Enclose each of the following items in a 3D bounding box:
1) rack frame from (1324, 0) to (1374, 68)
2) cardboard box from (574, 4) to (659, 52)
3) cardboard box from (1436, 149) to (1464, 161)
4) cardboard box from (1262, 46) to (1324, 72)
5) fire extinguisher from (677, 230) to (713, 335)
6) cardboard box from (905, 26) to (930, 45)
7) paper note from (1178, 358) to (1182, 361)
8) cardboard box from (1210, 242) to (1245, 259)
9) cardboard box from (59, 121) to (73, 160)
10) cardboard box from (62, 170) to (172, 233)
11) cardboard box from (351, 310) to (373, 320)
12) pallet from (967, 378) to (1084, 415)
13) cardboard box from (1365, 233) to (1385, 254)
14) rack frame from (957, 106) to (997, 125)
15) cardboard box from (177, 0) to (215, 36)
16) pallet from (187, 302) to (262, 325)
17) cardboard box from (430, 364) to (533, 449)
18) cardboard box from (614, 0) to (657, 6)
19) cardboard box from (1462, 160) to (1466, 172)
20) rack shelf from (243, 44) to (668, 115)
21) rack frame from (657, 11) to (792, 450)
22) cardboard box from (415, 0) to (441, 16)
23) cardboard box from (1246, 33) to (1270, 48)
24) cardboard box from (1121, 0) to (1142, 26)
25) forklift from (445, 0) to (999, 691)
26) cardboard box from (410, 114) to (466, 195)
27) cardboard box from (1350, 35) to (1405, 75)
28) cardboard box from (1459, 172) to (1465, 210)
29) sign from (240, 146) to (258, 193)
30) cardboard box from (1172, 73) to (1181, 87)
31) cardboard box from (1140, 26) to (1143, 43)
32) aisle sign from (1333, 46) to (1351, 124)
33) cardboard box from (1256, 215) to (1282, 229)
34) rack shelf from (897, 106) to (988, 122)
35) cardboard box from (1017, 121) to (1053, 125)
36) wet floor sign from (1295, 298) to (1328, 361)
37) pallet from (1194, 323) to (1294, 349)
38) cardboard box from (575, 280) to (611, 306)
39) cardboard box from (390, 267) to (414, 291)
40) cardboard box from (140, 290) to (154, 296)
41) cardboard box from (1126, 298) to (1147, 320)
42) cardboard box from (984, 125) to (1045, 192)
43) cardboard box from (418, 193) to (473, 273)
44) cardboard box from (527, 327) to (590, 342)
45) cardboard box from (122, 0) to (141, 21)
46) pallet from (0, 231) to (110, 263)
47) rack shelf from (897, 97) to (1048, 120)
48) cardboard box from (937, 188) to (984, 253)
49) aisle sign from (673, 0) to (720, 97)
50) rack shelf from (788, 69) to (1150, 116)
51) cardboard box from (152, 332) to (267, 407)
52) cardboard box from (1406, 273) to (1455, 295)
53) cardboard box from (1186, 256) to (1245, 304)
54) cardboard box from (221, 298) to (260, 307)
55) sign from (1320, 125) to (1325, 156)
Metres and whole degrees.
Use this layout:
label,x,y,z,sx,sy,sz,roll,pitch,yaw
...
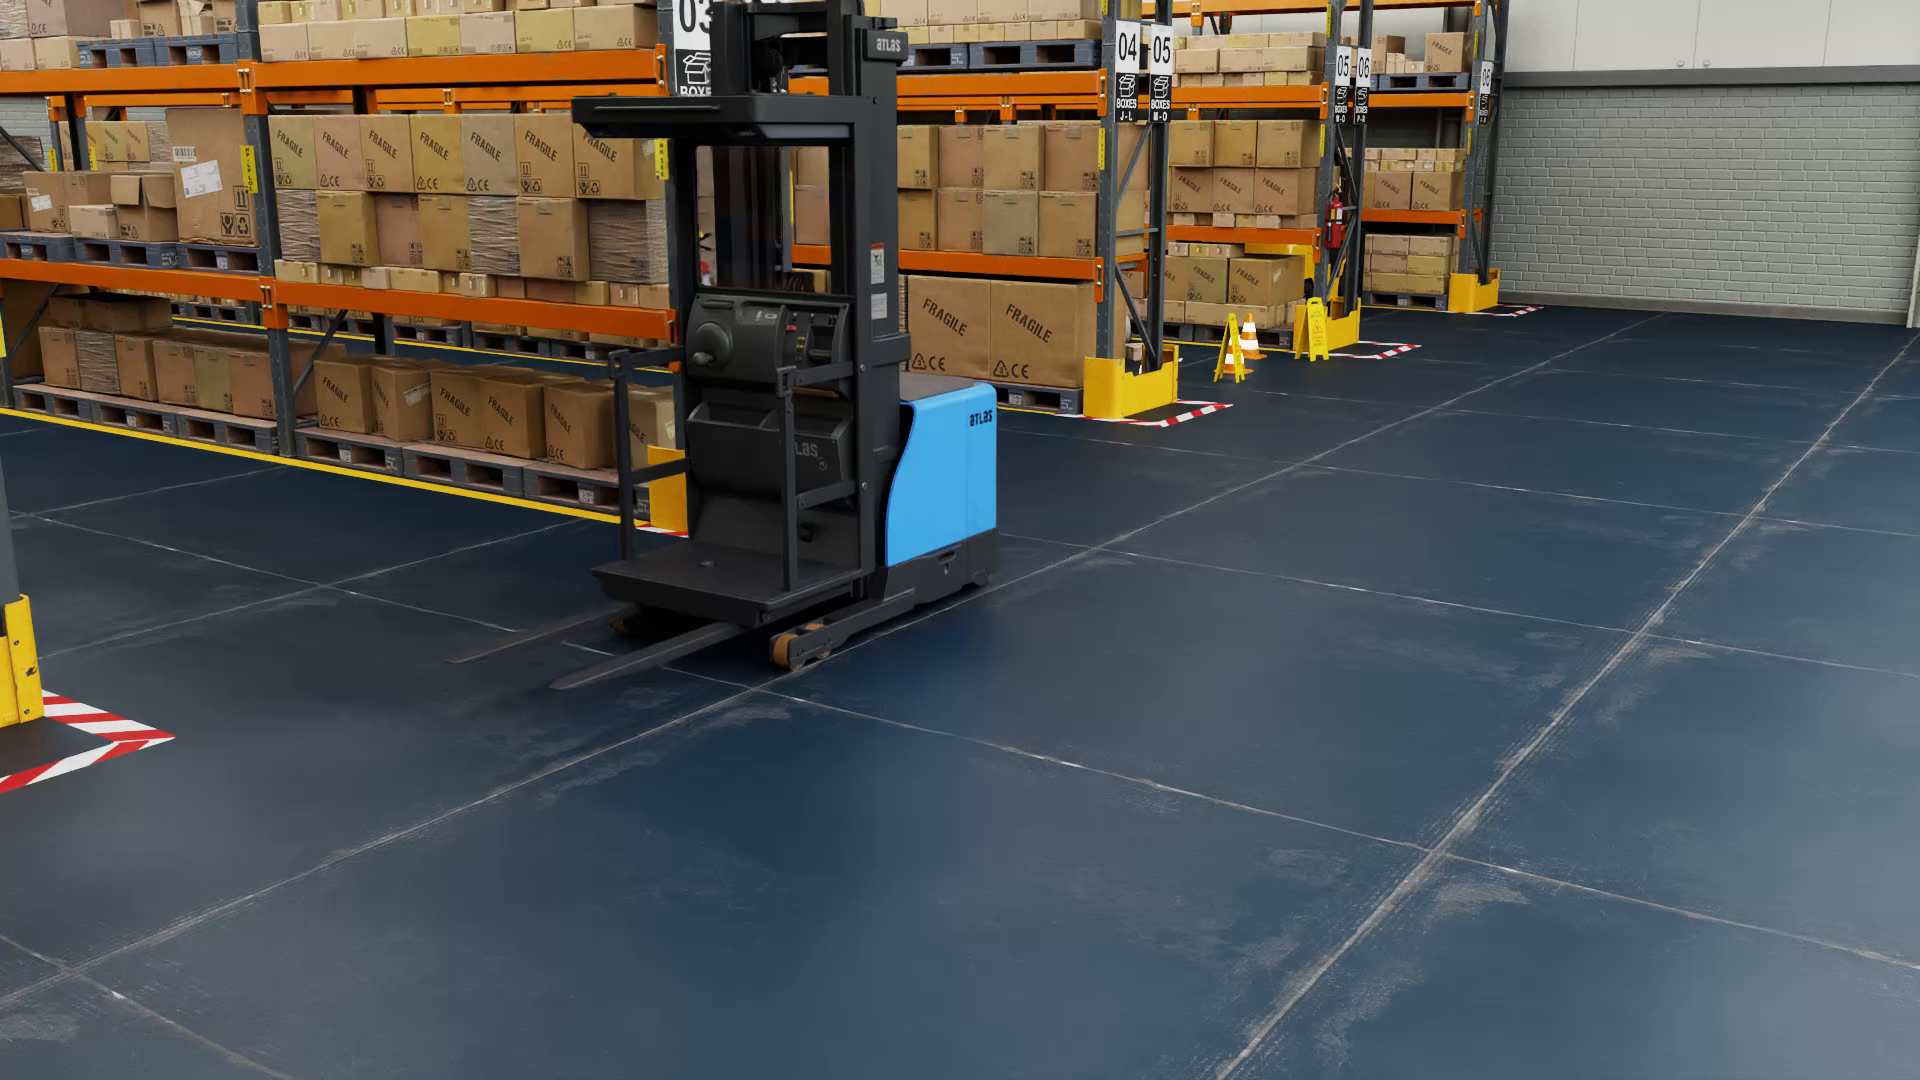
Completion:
label,x,y,z,sx,sy,sz,roll,pitch,yaw
rack frame,4.144,-6.514,17.409,0.127,3.000,1.000,9,17,33
cardboard box,-1.929,-3.023,9.862,0.500,0.250,0.500,10,17,34
cardboard box,6.496,-5.106,22.028,0.250,0.149,0.380,9,17,33
cardboard box,3.569,-5.144,17.812,0.500,0.250,0.500,9,16,32
fire extinguisher,-1.549,-1.481,9.724,0.183,0.674,0.296,9,17,33
cardboard box,-0.265,-4.369,14.429,0.250,0.149,0.380,9,17,33
paper note,2.249,-1.890,17.395,0.142,0.019,0.148,3,14,14
cardboard box,2.992,-3.241,18.610,0.250,0.149,0.380,10,17,34
cardboard box,-11.587,-5.312,22.131,0.500,0.500,0.500,9,17,32
cardboard box,-7.036,-2.831,13.937,0.500,0.500,0.700,12,19,41
cardboard box,-6.742,-2.838,19.375,0.500,0.500,0.500,8,16,30
pallet,0.758,-1.339,14.793,1.213,0.211,1.003,9,17,33
cardboard box,5.504,-4.079,22.825,0.500,0.250,0.500,9,17,34
rack frame,0.273,-5.665,26.464,0.127,3.000,1.000,9,17,33
cardboard box,-5.542,-3.863,12.349,0.258,0.266,0.396,10,17,35
pallet,-9.069,-2.940,21.259,1.213,0.211,1.003,9,17,33
cardboard box,-3.358,-0.948,11.738,0.500,0.500,0.500,8,16,28
cardboard box,-1.791,-3.177,9.656,0.250,0.149,0.380,9,17,33
cardboard box,6.774,-5.052,22.433,0.250,0.149,0.380,9,16,31
rack shelf,-3.046,-3.001,10.957,4.000,0.370,1.077,9,17,33
rack frame,-1.387,-1.626,10.148,0.127,3.000,1.000,9,17,33
cardboard box,-3.272,-3.439,10.712,0.250,0.149,0.380,10,17,34
cardboard box,3.284,-5.382,17.943,0.250,0.149,0.380,9,16,32
cardboard box,1.208,-4.497,14.115,0.500,0.250,0.500,9,17,33
forklift,-1.022,-0.967,7.628,1.130,2.935,3.031,9,16,32
cardboard box,-3.223,-2.530,10.895,0.500,0.500,0.500,9,17,33
cardboard box,5.614,-6.517,22.374,0.500,0.500,0.700,9,17,33
cardboard box,6.655,-4.762,22.610,0.500,0.500,0.500,10,17,35
sign,-5.013,-2.613,11.726,0.005,0.325,0.100,9,17,33
cardboard box,2.392,-5.125,18.564,0.250,0.149,0.380,9,16,32
cardboard box,1.360,-4.297,14.139,0.250,0.149,0.380,9,17,33
aisle sign,4.034,-4.797,17.550,0.004,0.787,0.394,9,17,33
cardboard box,3.442,-3.499,18.238,0.250,0.149,0.380,9,16,32
rack shelf,-1.387,-7.040,27.273,4.000,0.370,1.077,9,17,33
cardboard box,1.069,-4.714,19.716,0.500,0.500,0.700,9,17,32
wet floor sign,3.704,-2.220,17.448,0.267,0.644,0.232,-10,17,-35
pallet,3.427,-2.374,18.975,1.213,0.211,1.003,9,17,33
cardboard box,-2.182,-1.558,10.396,0.250,0.149,0.380,9,17,33
cardboard box,-3.644,-1.789,11.329,0.250,0.149,0.380,9,17,33
cardboard box,-10.508,-3.260,21.808,0.250,0.149,0.380,8,16,30
cardboard box,2.055,-2.734,19.474,0.500,0.250,0.500,9,16,32
cardboard box,0.671,-3.311,14.396,0.550,0.550,0.875,9,17,33
cardboard box,-3.109,-2.086,11.180,0.500,0.500,0.875,9,17,33
cardboard box,-3.991,-2.569,17.768,0.750,0.750,1.050,9,17,34
cardboard box,-6.656,-4.296,13.442,0.500,0.500,0.500,10,17,34
pallet,-7.374,-2.531,14.204,1.003,0.211,1.213,9,17,33
rack shelf,-0.835,-5.513,21.106,4.000,0.370,1.077,9,17,33
cardboard box,0.269,-2.884,14.919,0.550,0.550,0.875,9,17,33
aisle sign,-1.503,-2.819,9.560,0.004,0.787,0.394,9,17,33
rack shelf,-0.194,-3.976,14.897,4.000,0.370,1.077,9,17,33
cardboard box,-6.053,-1.391,13.488,0.500,0.500,0.700,8,16,28
cardboard box,6.345,-3.461,22.410,0.500,0.250,0.500,9,17,33
cardboard box,2.899,-2.959,18.823,0.500,0.500,0.500,10,17,35
cardboard box,-9.008,-3.015,20.819,0.250,0.149,0.380,9,17,34
sign,3.818,-4.209,17.516,0.005,0.325,0.100,9,17,33
